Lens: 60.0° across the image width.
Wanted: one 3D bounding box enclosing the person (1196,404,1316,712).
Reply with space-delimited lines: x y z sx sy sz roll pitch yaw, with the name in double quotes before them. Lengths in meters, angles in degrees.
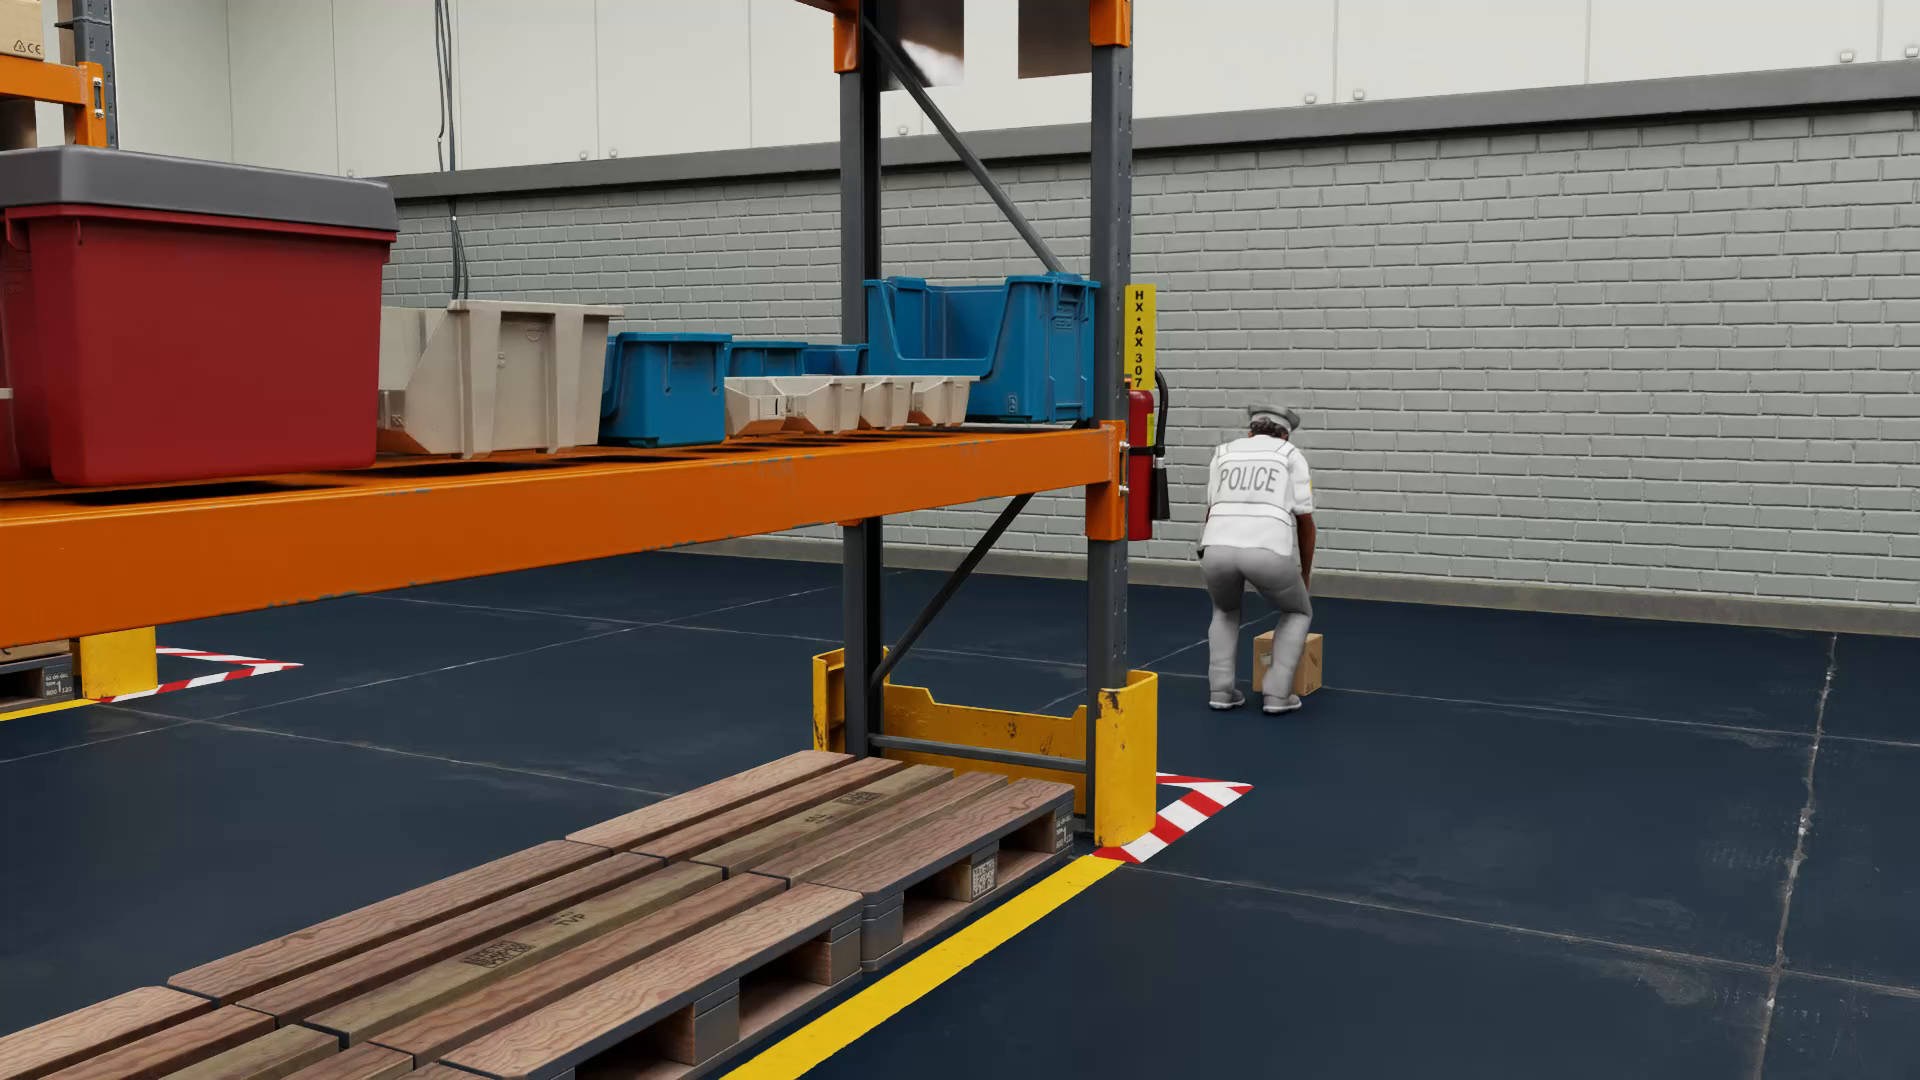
"person" 1.284 0.078 7.291 0.496 1.323 0.741 3 7 29
